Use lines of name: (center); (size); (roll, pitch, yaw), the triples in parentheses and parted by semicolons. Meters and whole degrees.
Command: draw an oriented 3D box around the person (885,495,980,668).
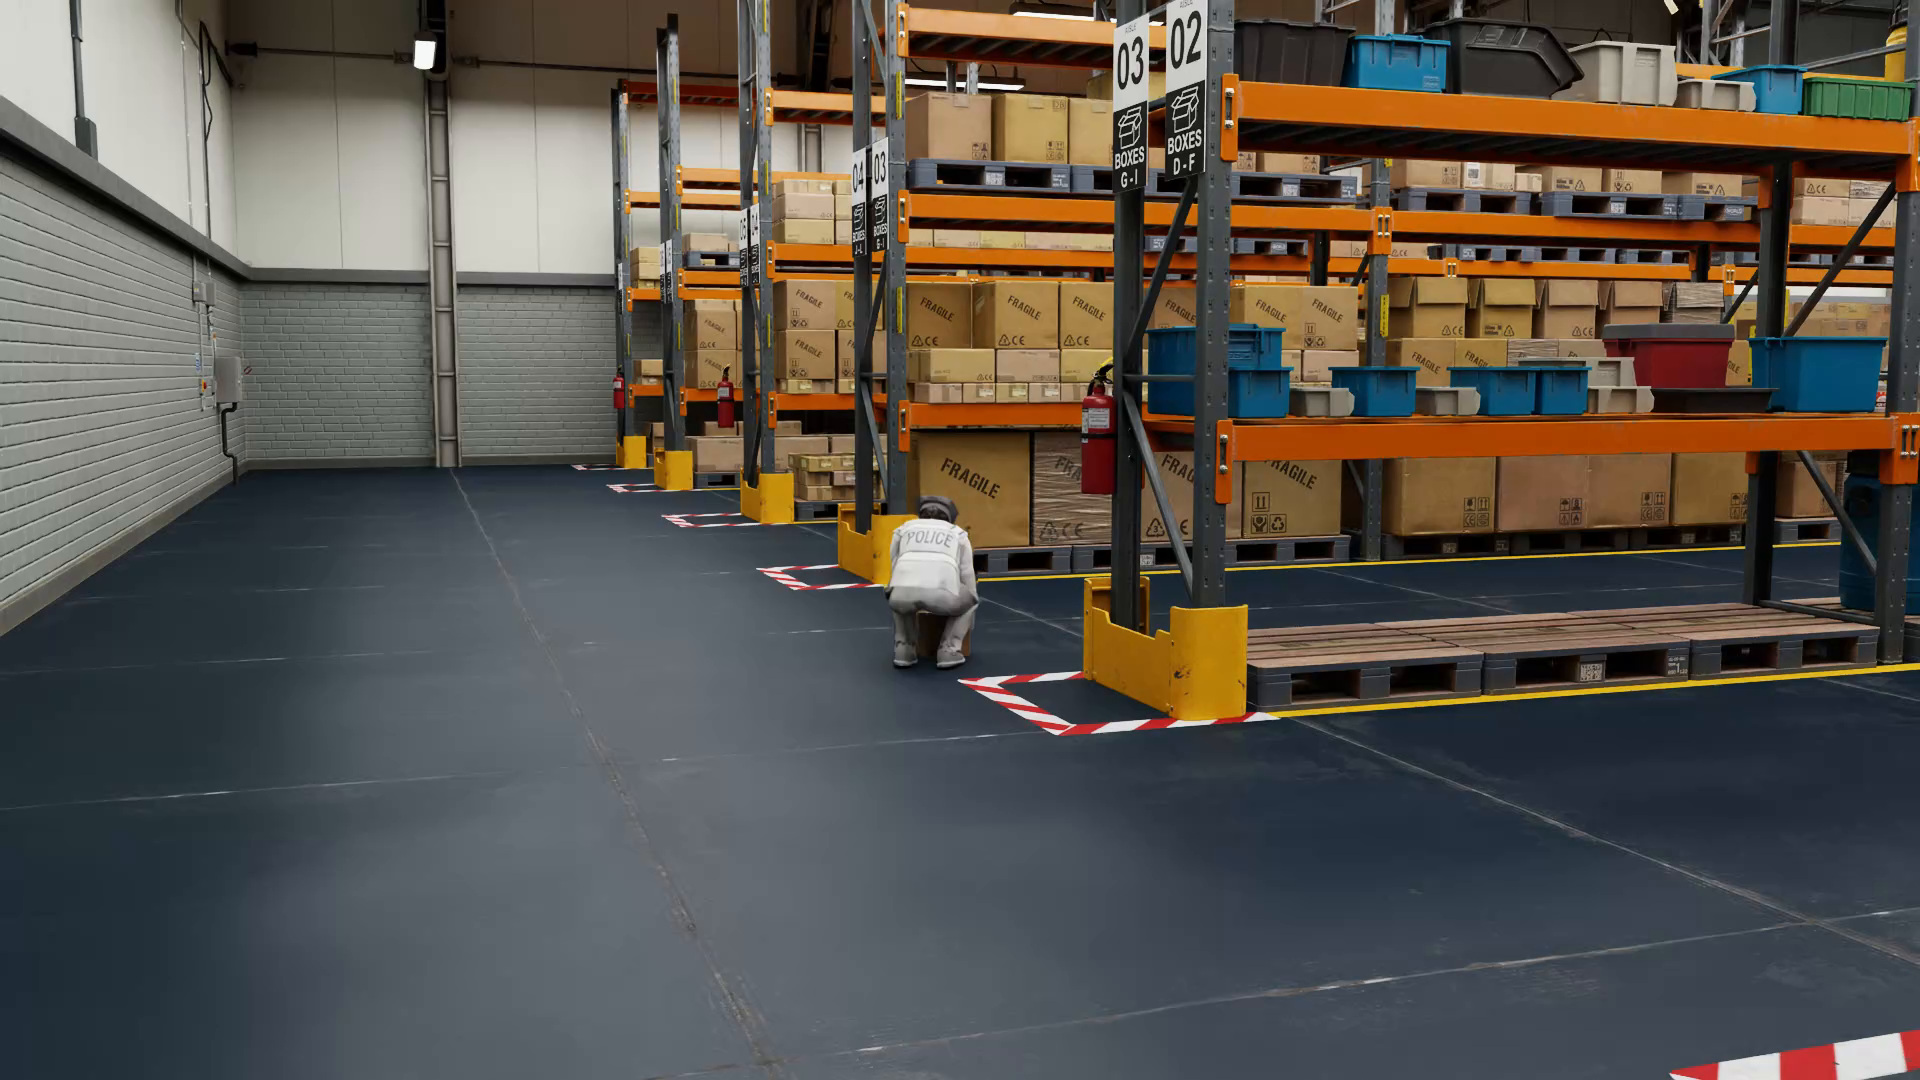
person: (-0.150, 0.216, 8.871); (0.482, 0.876, 0.851); (1, 6, 12)
